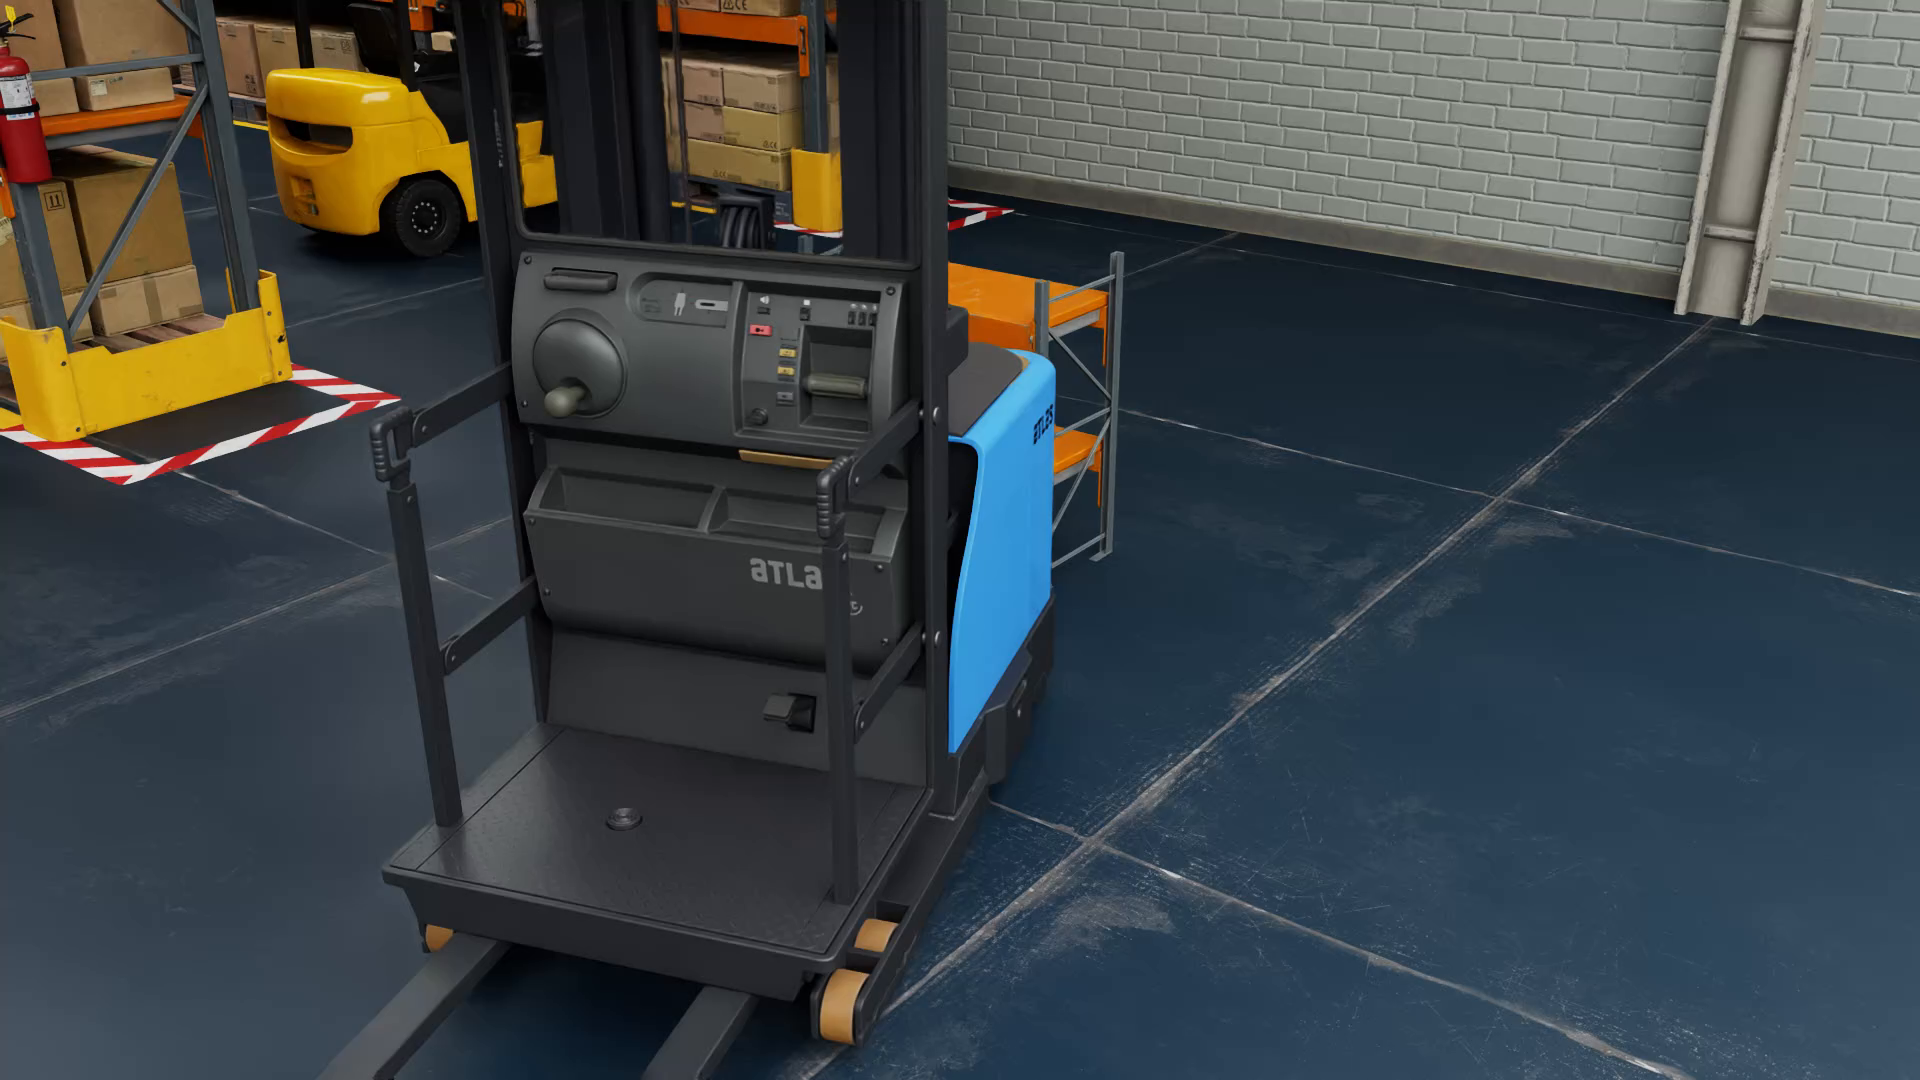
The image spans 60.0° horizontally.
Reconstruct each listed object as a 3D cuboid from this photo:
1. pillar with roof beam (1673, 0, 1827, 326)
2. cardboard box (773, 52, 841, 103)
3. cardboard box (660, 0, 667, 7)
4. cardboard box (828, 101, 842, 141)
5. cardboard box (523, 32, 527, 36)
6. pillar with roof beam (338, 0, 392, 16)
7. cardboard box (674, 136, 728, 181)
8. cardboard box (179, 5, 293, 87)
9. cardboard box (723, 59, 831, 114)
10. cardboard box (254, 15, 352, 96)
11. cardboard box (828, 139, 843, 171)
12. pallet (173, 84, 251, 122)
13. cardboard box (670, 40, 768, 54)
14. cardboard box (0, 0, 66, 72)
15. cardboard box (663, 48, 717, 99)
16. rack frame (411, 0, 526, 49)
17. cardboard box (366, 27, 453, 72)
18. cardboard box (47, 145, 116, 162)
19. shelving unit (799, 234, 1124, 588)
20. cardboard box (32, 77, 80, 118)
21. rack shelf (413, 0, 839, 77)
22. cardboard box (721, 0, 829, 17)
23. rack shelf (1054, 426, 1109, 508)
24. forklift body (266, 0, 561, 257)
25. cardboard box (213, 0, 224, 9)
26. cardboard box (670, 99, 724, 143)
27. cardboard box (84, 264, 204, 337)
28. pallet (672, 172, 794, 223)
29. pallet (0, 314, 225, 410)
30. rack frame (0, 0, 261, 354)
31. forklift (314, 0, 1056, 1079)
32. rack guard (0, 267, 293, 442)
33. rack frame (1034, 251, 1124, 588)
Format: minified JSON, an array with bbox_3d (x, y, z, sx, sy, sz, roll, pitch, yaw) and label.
[{"bbox_3d":[1.550,-3.965,4.087,0.400,9.000,9.100,17,29,33],"label":"pillar with roof beam"},{"bbox_3d":[-0.923,-3.169,11.371,0.500,0.250,0.500,16,29,33],"label":"cardboard box"},{"bbox_3d":[-2.023,-3.932,11.330,0.500,0.500,0.500,16,29,32],"label":"cardboard box"},{"bbox_3d":[-0.904,-2.943,11.479,0.500,0.250,0.500,17,29,34],"label":"cardboard box"},{"bbox_3d":[-3.251,-3.614,12.380,0.500,0.250,0.500,17,29,33],"label":"cardboard box"},{"bbox_3d":[-8.052,-6.866,10.673,0.400,9.000,9.100,17,29,33],"label":"pillar with roof beam"},{"bbox_3d":[-1.610,-2.669,11.476,0.500,0.250,0.500,17,29,33],"label":"cardboard box"},{"bbox_3d":[-6.563,-4.485,15.133,0.625,0.625,0.875,18,29,35],"label":"cardboard box"},{"bbox_3d":[-1.208,-3.002,10.993,0.500,0.250,0.500,18,29,35],"label":"cardboard box"},{"bbox_3d":[-5.496,-4.167,14.411,0.625,0.625,0.875,15,28,31],"label":"cardboard box"},{"bbox_3d":[-0.928,-2.716,11.583,0.500,0.250,0.500,17,29,34],"label":"cardboard box"},{"bbox_3d":[-6.418,-4.047,15.173,1.213,0.211,1.003,17,29,33],"label":"pallet"},{"bbox_3d":[-1.719,-3.413,11.925,0.500,0.250,0.500,17,29,33],"label":"cardboard box"},{"bbox_3d":[-4.226,-2.222,7.079,0.500,0.500,0.500,16,29,32],"label":"cardboard box"},{"bbox_3d":[-2.030,-3.243,11.538,0.500,0.250,0.500,17,29,34],"label":"cardboard box"},{"bbox_3d":[-3.853,-4.567,12.896,0.127,3.000,1.000,17,29,33],"label":"rack frame"},{"bbox_3d":[-4.277,-3.795,13.568,0.625,0.625,0.875,18,30,36],"label":"cardboard box"},{"bbox_3d":[-4.546,-1.690,8.324,0.500,0.500,0.500,16,28,31],"label":"cardboard box"},{"bbox_3d":[-0.005,-0.516,6.027,1.048,1.125,0.538,17,29,33],"label":"shelving unit"},{"bbox_3d":[-4.054,-1.904,7.163,0.250,0.149,0.380,18,29,35],"label":"cardboard box"},{"bbox_3d":[-2.253,-3.754,11.943,4.000,0.370,1.077,17,29,33],"label":"rack shelf"},{"bbox_3d":[-1.204,-3.680,10.758,0.500,0.500,0.500,16,28,32],"label":"cardboard box"},{"bbox_3d":[-0.005,-0.293,6.125,1.000,0.278,0.538,17,29,33],"label":"rack shelf"},{"bbox_3d":[-3.264,-3.081,10.576,1.214,2.155,2.313,17,29,33],"label":"forklift body"},{"bbox_3d":[-7.284,-5.106,15.894,0.250,0.149,0.380,19,30,36],"label":"cardboard box"},{"bbox_3d":[-1.624,-2.904,11.391,0.500,0.250,0.500,16,29,33],"label":"cardboard box"},{"bbox_3d":[-4.106,-1.216,8.178,0.500,0.250,0.500,17,29,33],"label":"cardboard box"},{"bbox_3d":[-1.289,-2.495,11.652,1.213,0.211,1.003,17,29,33],"label":"pallet"},{"bbox_3d":[-4.316,-0.948,8.139,1.213,0.211,1.003,17,29,33],"label":"pallet"},{"bbox_3d":[-3.626,-1.998,7.063,0.127,3.000,1.000,17,29,33],"label":"rack frame"},{"bbox_3d":[-0.635,-0.402,3.528,1.130,2.935,3.031,7,25,16],"label":"forklift"},{"bbox_3d":[-3.687,-0.872,7.609,0.348,0.500,1.175,17,29,33],"label":"rack guard"},{"bbox_3d":[0.401,-0.393,5.748,0.032,1.125,0.500,17,29,33],"label":"rack frame"}]
